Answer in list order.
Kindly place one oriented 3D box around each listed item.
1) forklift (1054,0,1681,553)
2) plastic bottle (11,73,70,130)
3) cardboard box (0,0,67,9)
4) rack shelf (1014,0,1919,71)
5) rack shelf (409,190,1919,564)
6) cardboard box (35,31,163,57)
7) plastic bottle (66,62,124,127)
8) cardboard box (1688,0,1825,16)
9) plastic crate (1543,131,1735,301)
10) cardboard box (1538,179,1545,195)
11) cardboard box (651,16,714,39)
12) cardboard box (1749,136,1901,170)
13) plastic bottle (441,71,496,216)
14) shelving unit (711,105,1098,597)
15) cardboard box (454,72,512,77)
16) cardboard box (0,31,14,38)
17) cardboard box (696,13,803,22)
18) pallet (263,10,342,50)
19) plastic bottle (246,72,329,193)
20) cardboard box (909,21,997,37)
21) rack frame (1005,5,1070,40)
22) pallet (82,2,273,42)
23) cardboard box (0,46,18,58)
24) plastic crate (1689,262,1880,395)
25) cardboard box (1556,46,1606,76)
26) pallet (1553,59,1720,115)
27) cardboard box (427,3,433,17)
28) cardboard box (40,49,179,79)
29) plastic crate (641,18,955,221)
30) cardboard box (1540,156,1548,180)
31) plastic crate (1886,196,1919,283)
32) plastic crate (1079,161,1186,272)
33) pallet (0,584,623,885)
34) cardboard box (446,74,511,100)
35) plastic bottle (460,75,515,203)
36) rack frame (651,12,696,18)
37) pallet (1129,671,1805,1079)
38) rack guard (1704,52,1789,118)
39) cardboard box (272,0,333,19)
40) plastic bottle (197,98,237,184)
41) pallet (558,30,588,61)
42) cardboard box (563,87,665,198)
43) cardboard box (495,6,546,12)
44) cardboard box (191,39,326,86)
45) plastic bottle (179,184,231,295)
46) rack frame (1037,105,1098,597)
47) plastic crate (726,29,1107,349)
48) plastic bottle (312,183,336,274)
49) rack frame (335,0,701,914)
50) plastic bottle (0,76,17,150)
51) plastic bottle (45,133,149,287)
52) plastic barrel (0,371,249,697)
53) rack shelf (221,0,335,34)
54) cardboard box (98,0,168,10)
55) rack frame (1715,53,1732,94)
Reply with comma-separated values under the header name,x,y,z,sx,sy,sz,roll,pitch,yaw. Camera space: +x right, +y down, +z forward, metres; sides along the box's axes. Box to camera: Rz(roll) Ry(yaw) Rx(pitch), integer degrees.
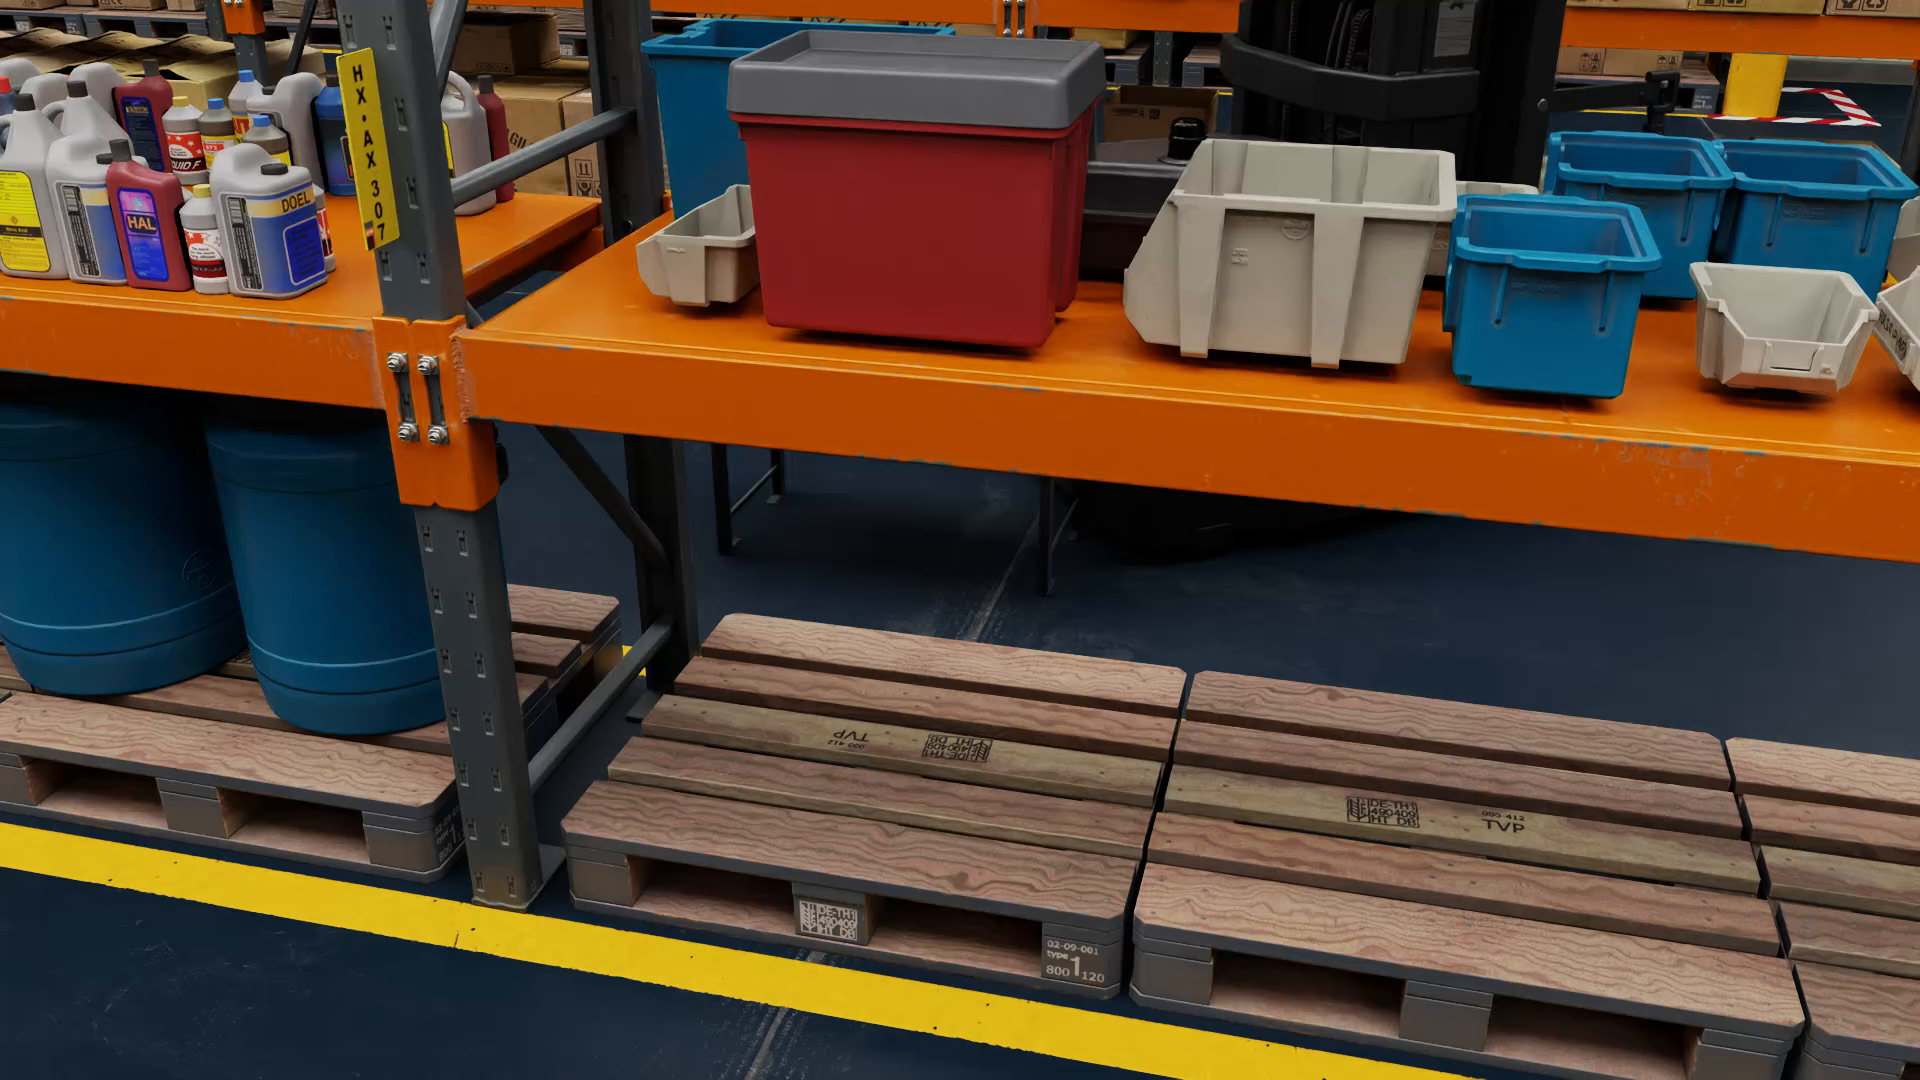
name,x,y,z,sx,sy,sz,roll,pitch,yaw
forklift,1.724,-1.684,5.377,3.031,2.935,1.130,-10,27,-21
plastic bottle,-2.155,-0.955,3.910,0.135,0.276,0.152,6,26,13
cardboard box,-8.124,-4.974,14.604,0.500,0.500,0.700,5,26,10
rack shelf,2.307,-2.289,7.406,4.000,0.370,1.077,6,26,13
rack shelf,1.070,-0.228,3.076,4.000,0.370,1.077,6,26,13
cardboard box,-4.942,-2.744,9.583,0.500,0.311,0.500,6,26,12
plastic bottle,-2.117,-1.018,4.043,0.135,0.276,0.152,6,26,13
cardboard box,3.239,-2.434,6.757,0.500,0.500,0.500,7,26,13
plastic crate,1.284,-0.626,3.201,0.300,0.233,0.416,6,26,13
cardboard box,2.744,-1.427,7.445,0.500,0.250,0.500,6,26,13
cardboard box,-1.492,-2.551,8.642,0.500,0.250,0.500,6,26,12
cardboard box,3.656,-1.426,7.151,0.500,0.500,0.500,6,26,13
plastic bottle,-1.166,-0.921,3.753,0.185,0.351,0.144,6,26,13
shelving unit,-0.178,-0.674,4.921,1.048,1.500,0.538,7,26,14
cardboard box,-2.540,-2.324,9.038,0.500,0.500,0.500,7,26,15
cardboard box,-5.926,-2.855,9.814,0.500,0.311,0.500,6,26,13
cardboard box,-1.594,-4.405,13.025,0.750,0.750,0.750,6,26,12
pallet,-5.393,-4.406,14.258,1.213,0.211,1.003,6,26,13
plastic bottle,-1.575,-0.958,3.917,0.135,0.276,0.152,6,26,13
cardboard box,0.077,-4.219,12.635,0.750,0.750,0.750,7,26,15
rack frame,0.370,-2.828,7.701,0.127,3.000,1.000,6,26,13
pallet,-6.807,-4.546,14.552,1.213,0.211,1.003,6,26,13
cardboard box,-5.550,-2.574,9.225,0.500,0.311,0.500,7,26,14
plastic crate,1.328,-0.339,2.709,0.250,0.136,0.298,6,26,13
cardboard box,4.287,-3.611,11.764,0.500,0.500,0.700,6,26,13
pallet,4.680,-3.257,11.845,1.213,0.211,1.003,6,26,13
cardboard box,-4.434,-4.640,13.902,0.500,0.500,0.700,7,26,14
cardboard box,-4.577,-2.464,8.995,0.500,0.311,0.500,6,26,12
plastic crate,-0.330,-0.878,3.554,0.575,0.384,0.392,6,26,13
cardboard box,2.820,-1.641,7.893,0.500,0.250,0.500,6,26,13
plastic crate,1.903,-0.551,3.155,0.298,0.136,0.250,6,26,13
plastic crate,0.284,-0.661,3.400,0.590,0.125,0.437,6,26,13
pallet,-1.604,0.393,4.180,1.213,0.211,1.003,6,26,13
cardboard box,-2.626,-2.105,8.578,0.500,0.500,0.500,5,26,11
plastic bottle,-1.116,-0.931,3.851,0.133,0.283,0.061,6,26,13
rack frame,-2.274,-5.319,12.933,0.127,3.000,1.000,6,26,13
pallet,1.040,0.685,3.566,1.213,0.211,1.003,6,26,13
rack guard,5.497,-3.332,11.666,0.348,0.500,1.175,6,26,13
cardboard box,-5.431,-4.746,14.125,0.500,0.500,0.700,7,26,15
plastic bottle,-1.775,-0.958,4.005,0.097,0.201,0.097,0,25,0
pallet,-3.030,-4.144,13.710,1.213,0.211,1.003,6,26,13
cardboard box,-1.634,-1.996,8.348,0.500,0.500,0.500,5,26,11
cardboard box,-3.454,-4.548,13.710,0.500,0.500,0.700,6,26,13
cardboard box,-3.938,-2.636,9.356,0.500,0.311,0.500,7,26,15
plastic bottle,-1.448,-0.586,3.221,0.097,0.201,0.097,0,25,0
rack frame,0.311,-0.614,4.796,0.032,1.500,0.500,7,26,14
plastic crate,-0.065,-0.623,2.924,0.583,0.464,0.402,6,26,13
plastic bottle,-1.316,-0.638,3.333,0.097,0.201,0.097,0,25,0
rack frame,-0.867,-0.767,3.371,0.127,3.000,1.000,6,26,13
plastic bottle,-1.982,-0.786,3.469,0.185,0.351,0.144,6,26,13
plastic bottle,-1.683,-0.657,3.285,0.135,0.276,0.152,6,26,13
plastic barrel,-2.076,-0.150,4.028,0.708,0.901,0.600,6,26,13
rack shelf,-5.441,-3.146,9.205,4.000,0.370,1.077,6,26,13
cardboard box,-7.163,-4.912,14.474,0.500,0.500,0.500,4,26,9
rack frame,5.474,-4.463,11.134,0.127,3.000,1.000,6,26,13
